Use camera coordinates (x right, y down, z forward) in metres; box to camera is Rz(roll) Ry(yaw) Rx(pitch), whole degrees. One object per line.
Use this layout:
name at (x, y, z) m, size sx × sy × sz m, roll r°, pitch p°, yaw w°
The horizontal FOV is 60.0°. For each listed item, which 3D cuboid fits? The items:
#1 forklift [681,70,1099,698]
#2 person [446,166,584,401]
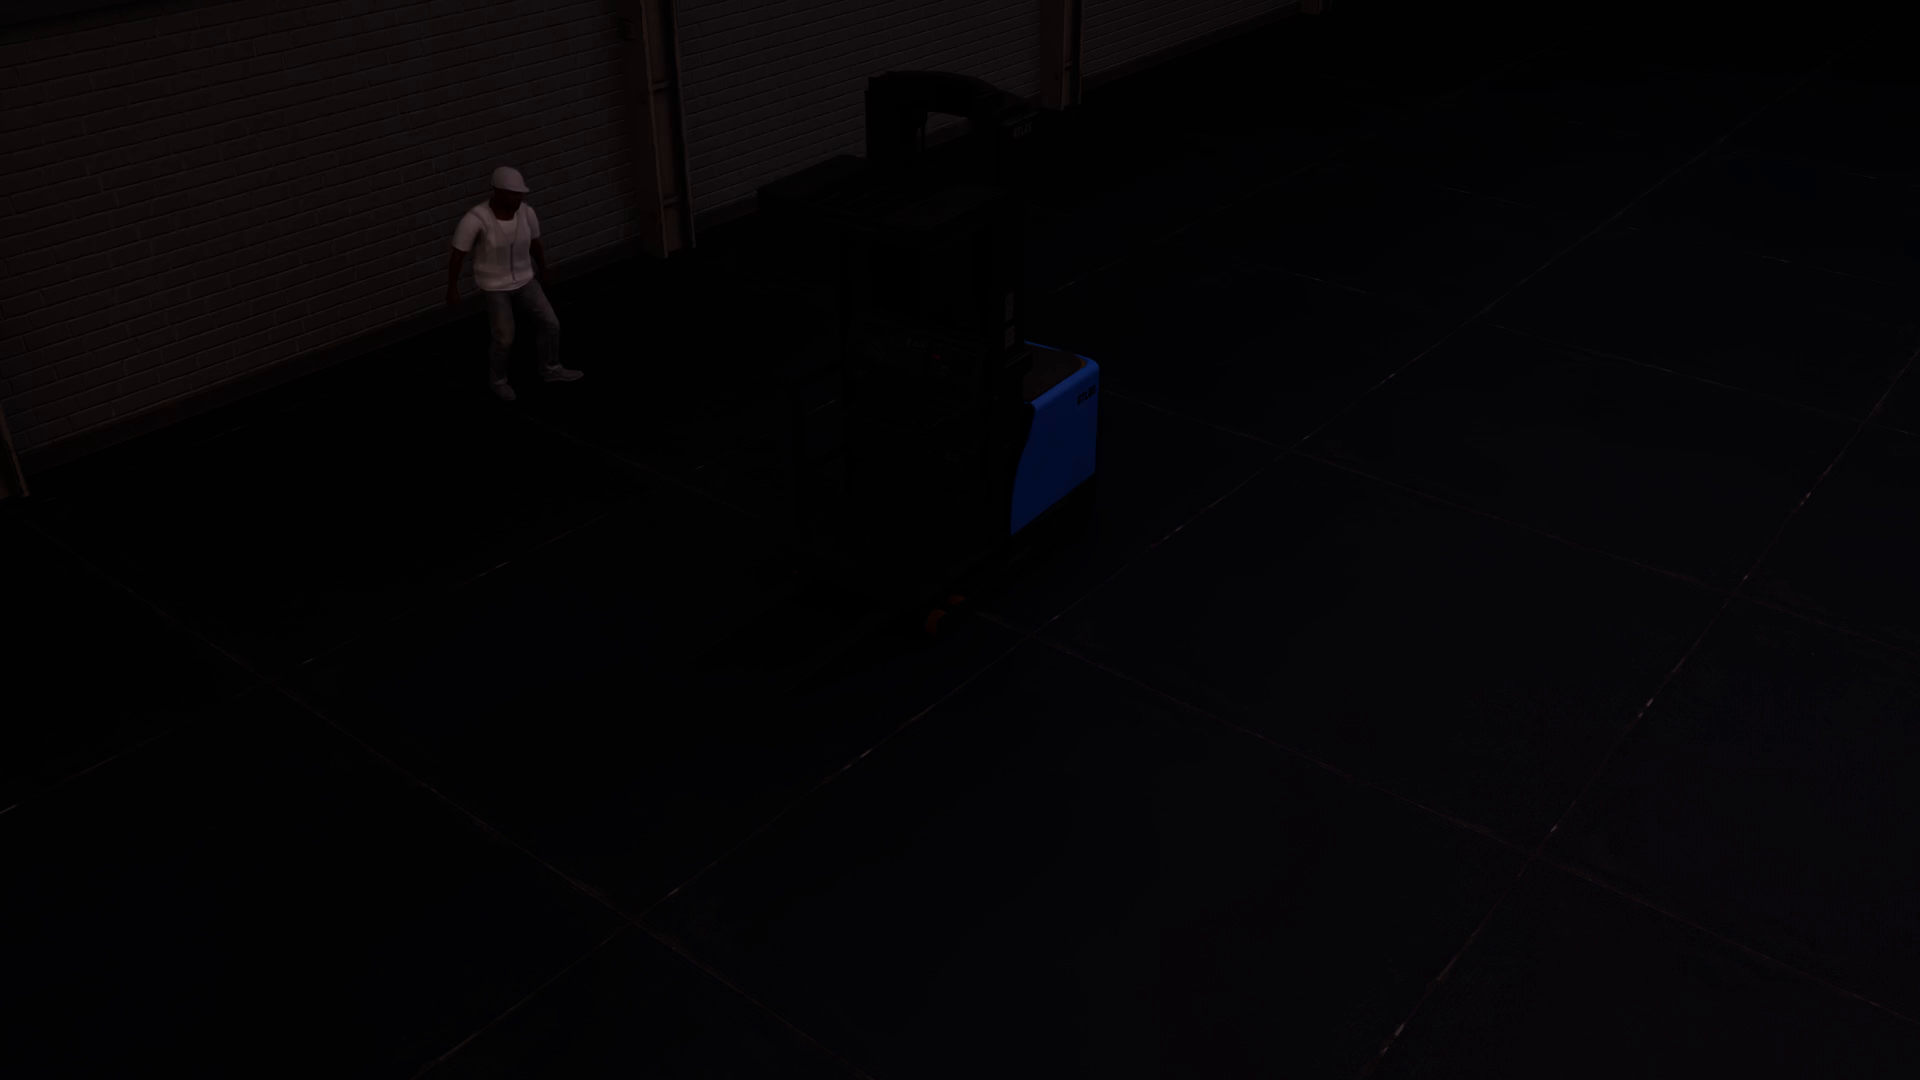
forklift at (-0.374, -0.978, 9.269) m, size 1.130 × 2.935 × 3.031 m, roll 19°, pitch 35°, yaw 29°
person at (-3.242, -1.847, 11.967) m, size 0.893 × 1.731 × 0.472 m, roll -25°, pitch 38°, yaw -36°
